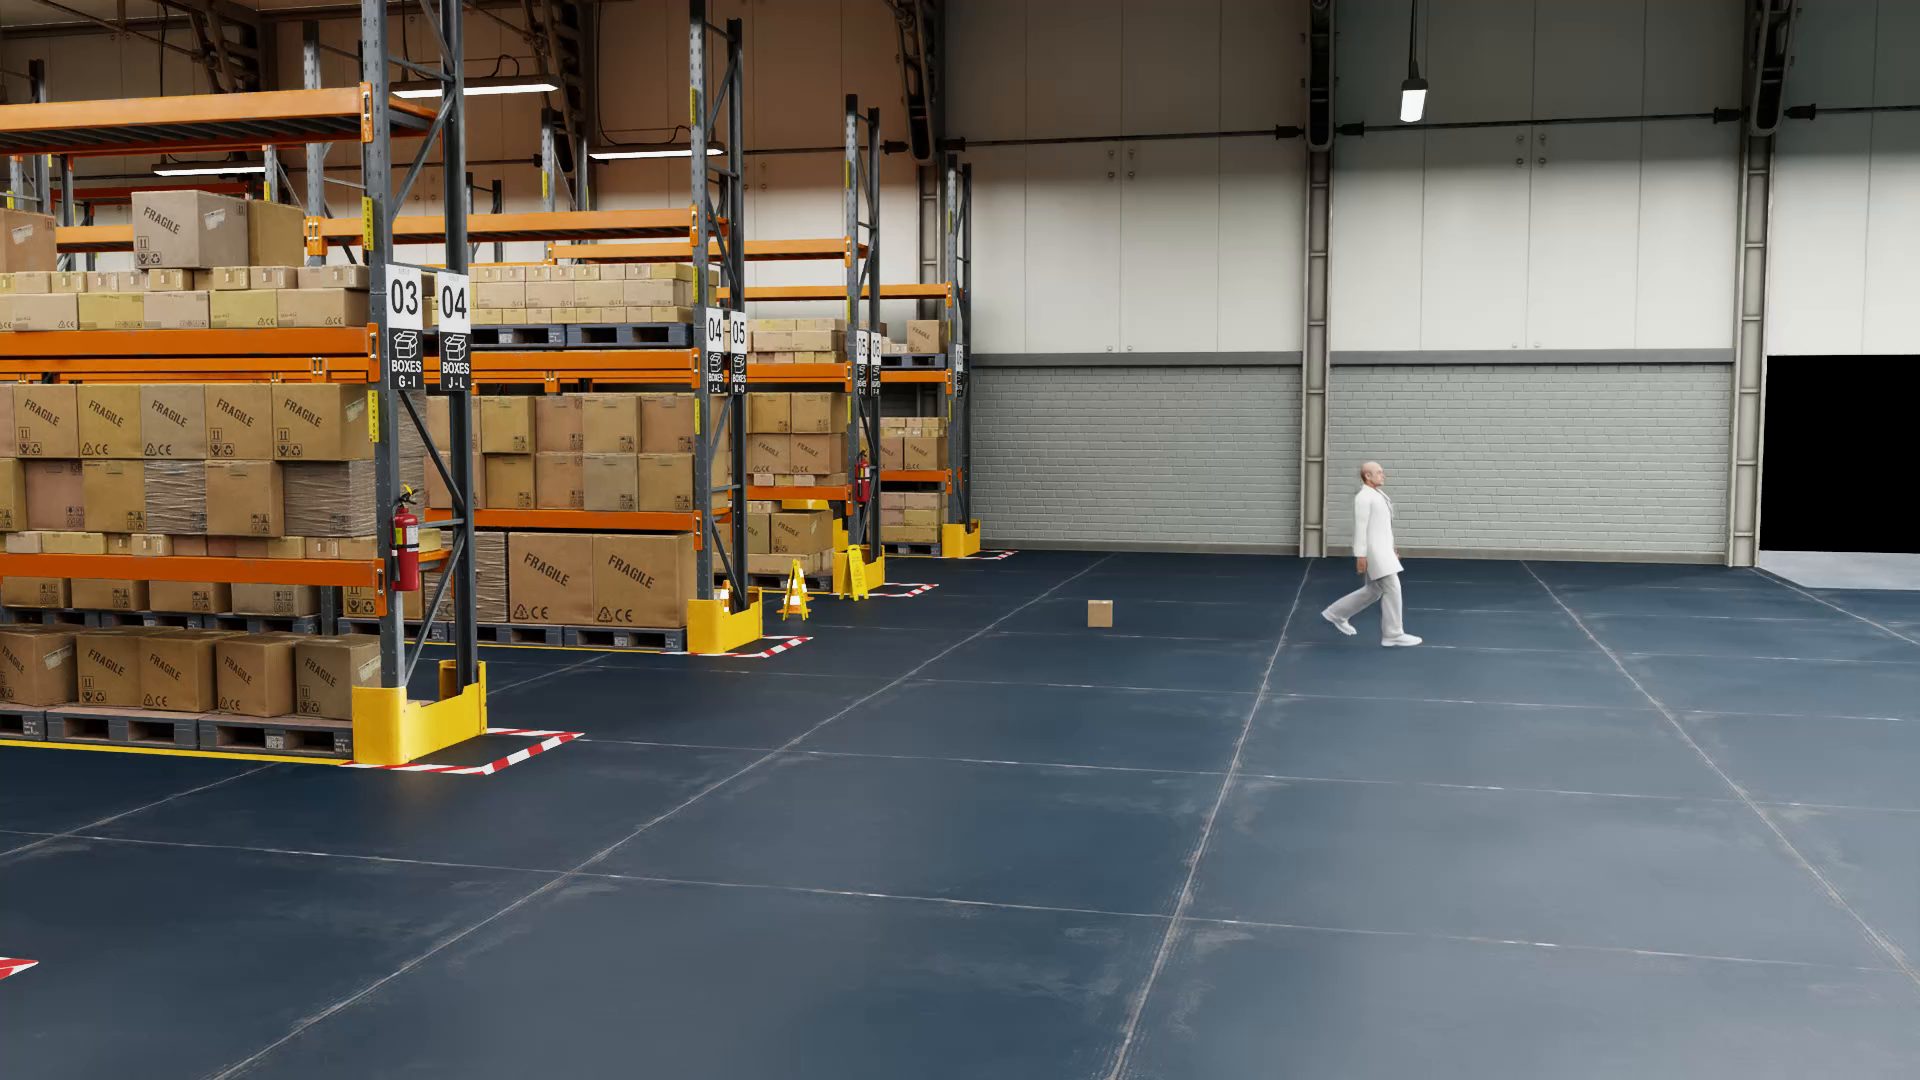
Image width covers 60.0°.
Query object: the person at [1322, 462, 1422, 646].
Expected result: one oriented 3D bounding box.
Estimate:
[{"bbox_3d":[3.951,0.121,15.936,0.980,1.747,0.568,2,5,24],"label":"person"}]
